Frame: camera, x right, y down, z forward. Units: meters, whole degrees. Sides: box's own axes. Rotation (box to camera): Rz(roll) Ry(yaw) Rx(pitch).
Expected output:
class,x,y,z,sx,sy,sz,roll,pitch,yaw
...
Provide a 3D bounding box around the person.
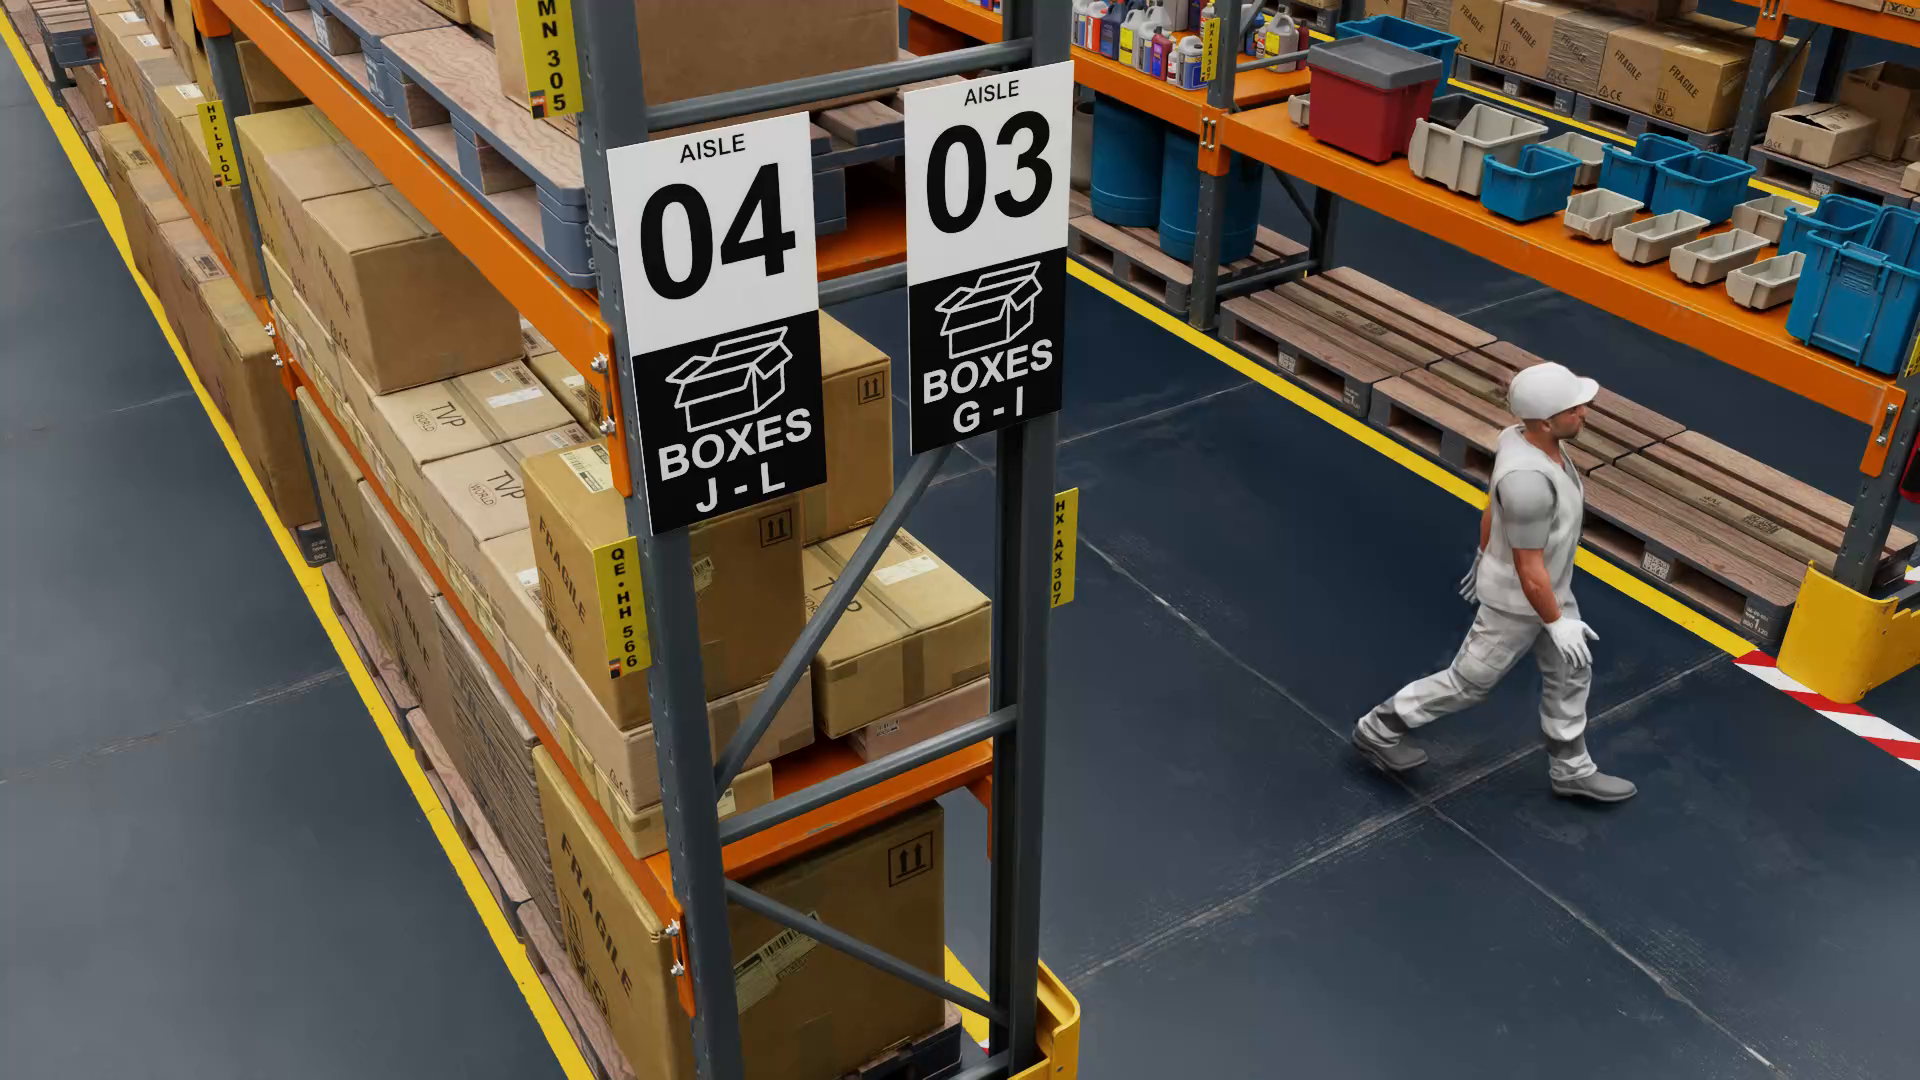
class,x,y,z,sx,sy,sz,roll,pitch,yaw
person,1.993,0.187,5.823,1.033,1.744,0.524,14,35,21
